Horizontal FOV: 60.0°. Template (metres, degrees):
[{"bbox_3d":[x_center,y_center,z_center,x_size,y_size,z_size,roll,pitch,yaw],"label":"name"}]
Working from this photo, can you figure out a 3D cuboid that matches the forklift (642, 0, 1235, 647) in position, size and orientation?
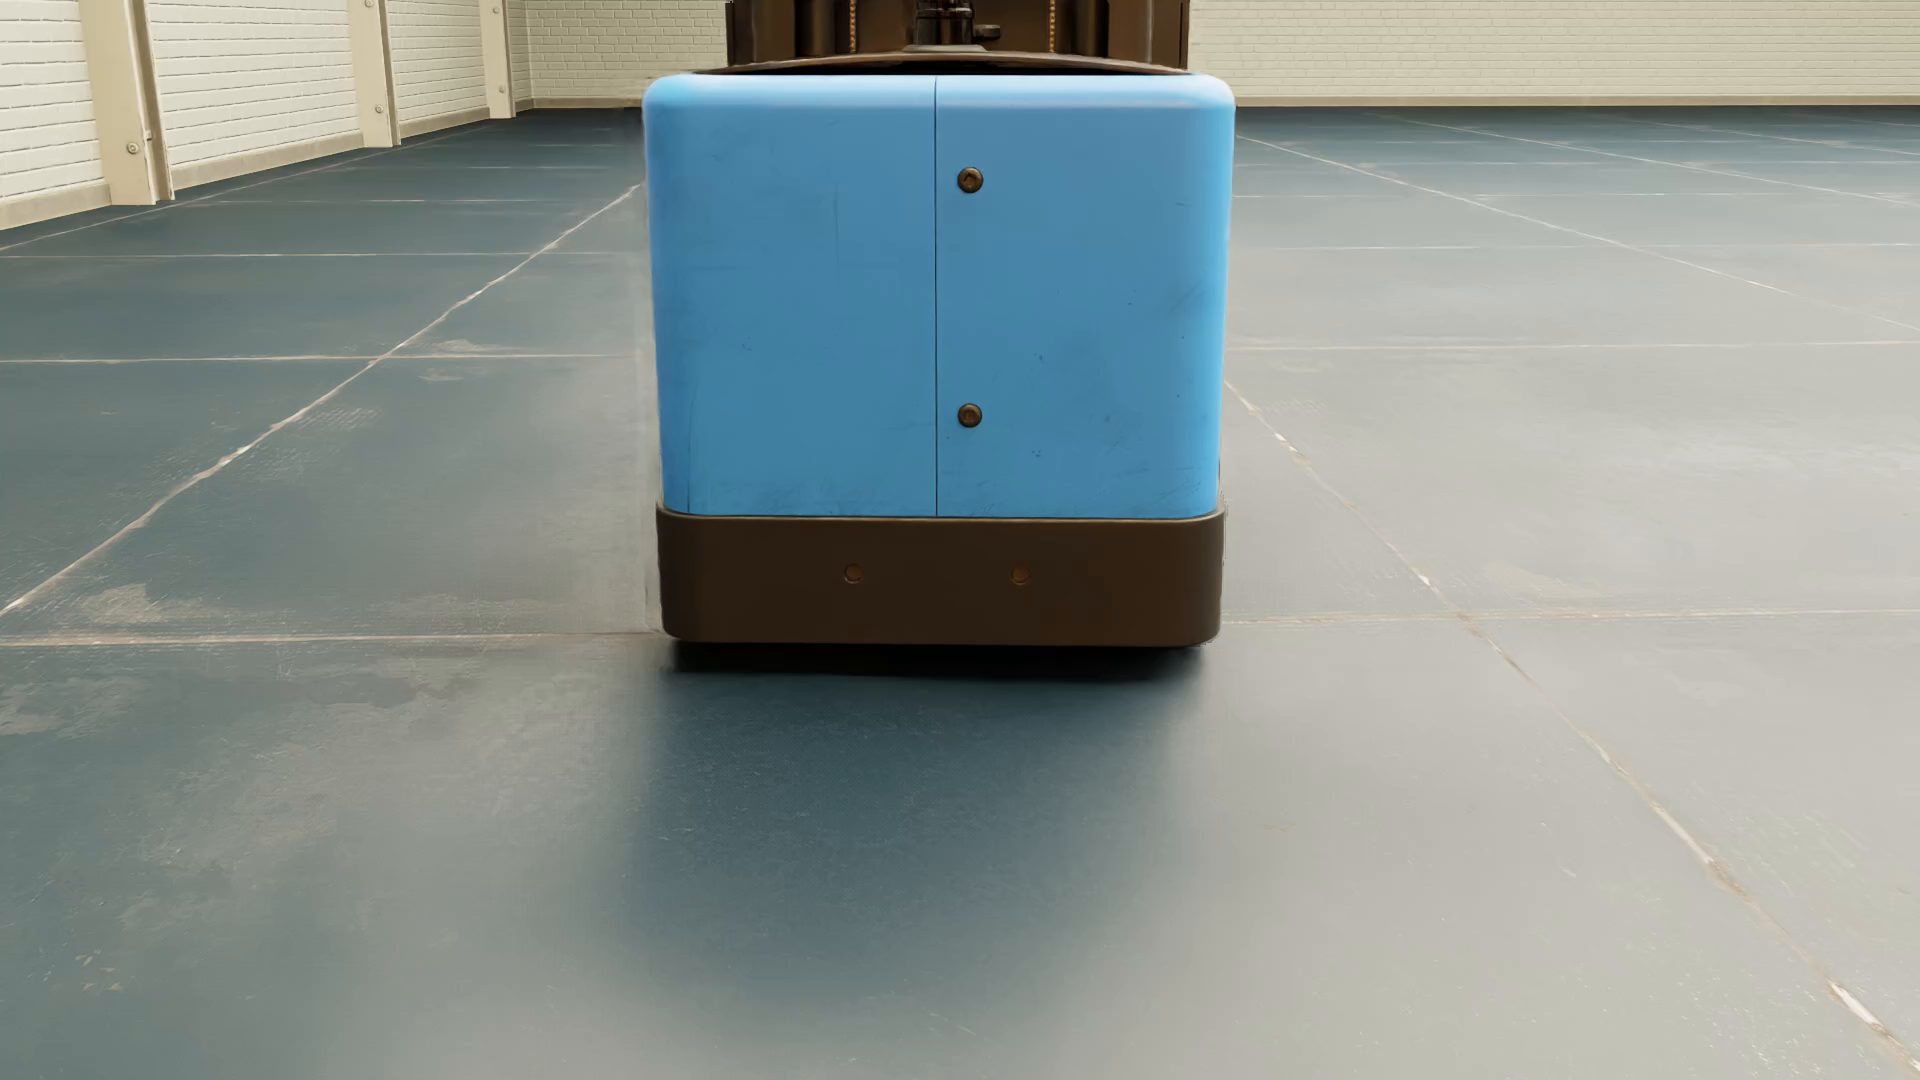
[{"bbox_3d":[0.000,-1.583,4.082,1.130,2.935,3.031,0,17,2],"label":"forklift"}]
